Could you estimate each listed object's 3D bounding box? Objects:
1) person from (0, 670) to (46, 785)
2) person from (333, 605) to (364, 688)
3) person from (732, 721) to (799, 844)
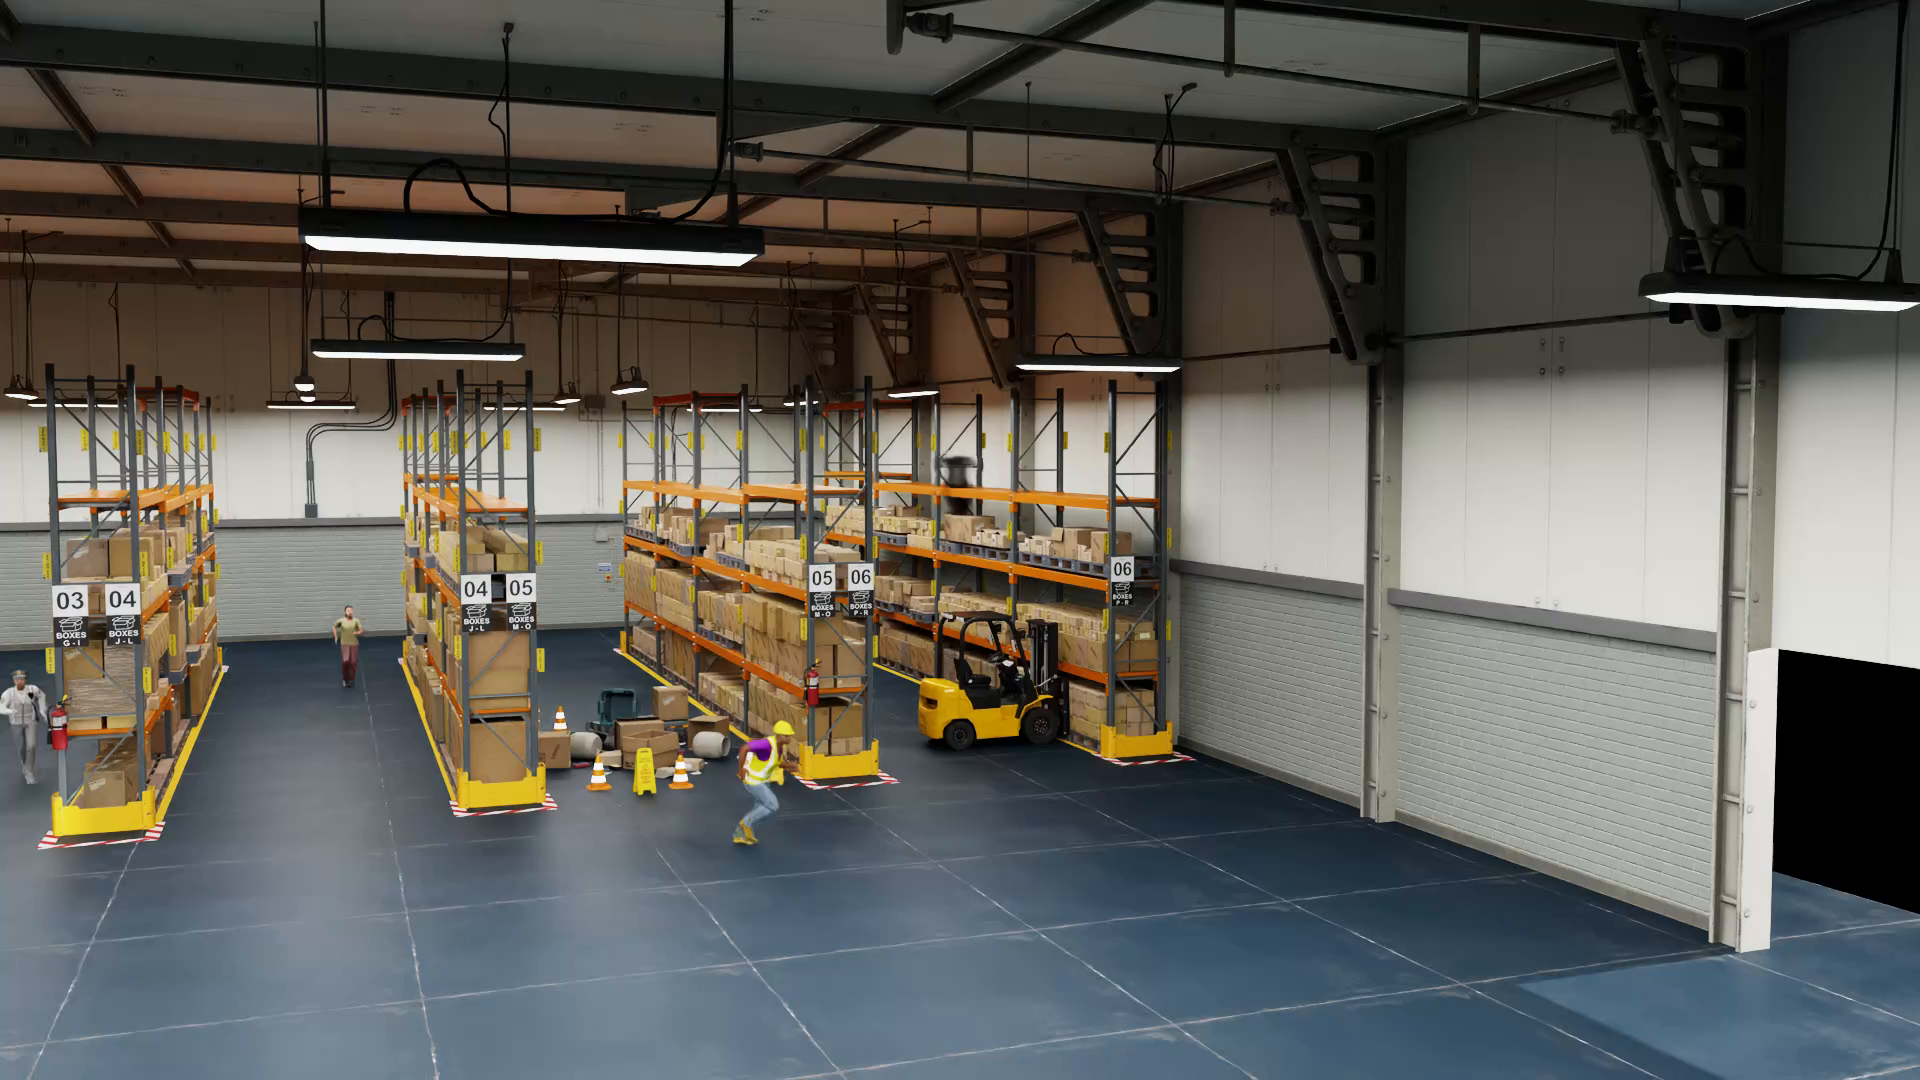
[{"bbox_3d":[-13.875,2.734,24.632,0.602,1.682,0.936,-1,4,-24],"label":"person"},{"bbox_3d":[-12.514,2.177,34.055,0.568,1.688,0.688,-2,4,-27],"label":"person"},{"bbox_3d":[-2.429,3.006,20.494,0.879,1.578,0.739,1,4,20],"label":"person"}]
